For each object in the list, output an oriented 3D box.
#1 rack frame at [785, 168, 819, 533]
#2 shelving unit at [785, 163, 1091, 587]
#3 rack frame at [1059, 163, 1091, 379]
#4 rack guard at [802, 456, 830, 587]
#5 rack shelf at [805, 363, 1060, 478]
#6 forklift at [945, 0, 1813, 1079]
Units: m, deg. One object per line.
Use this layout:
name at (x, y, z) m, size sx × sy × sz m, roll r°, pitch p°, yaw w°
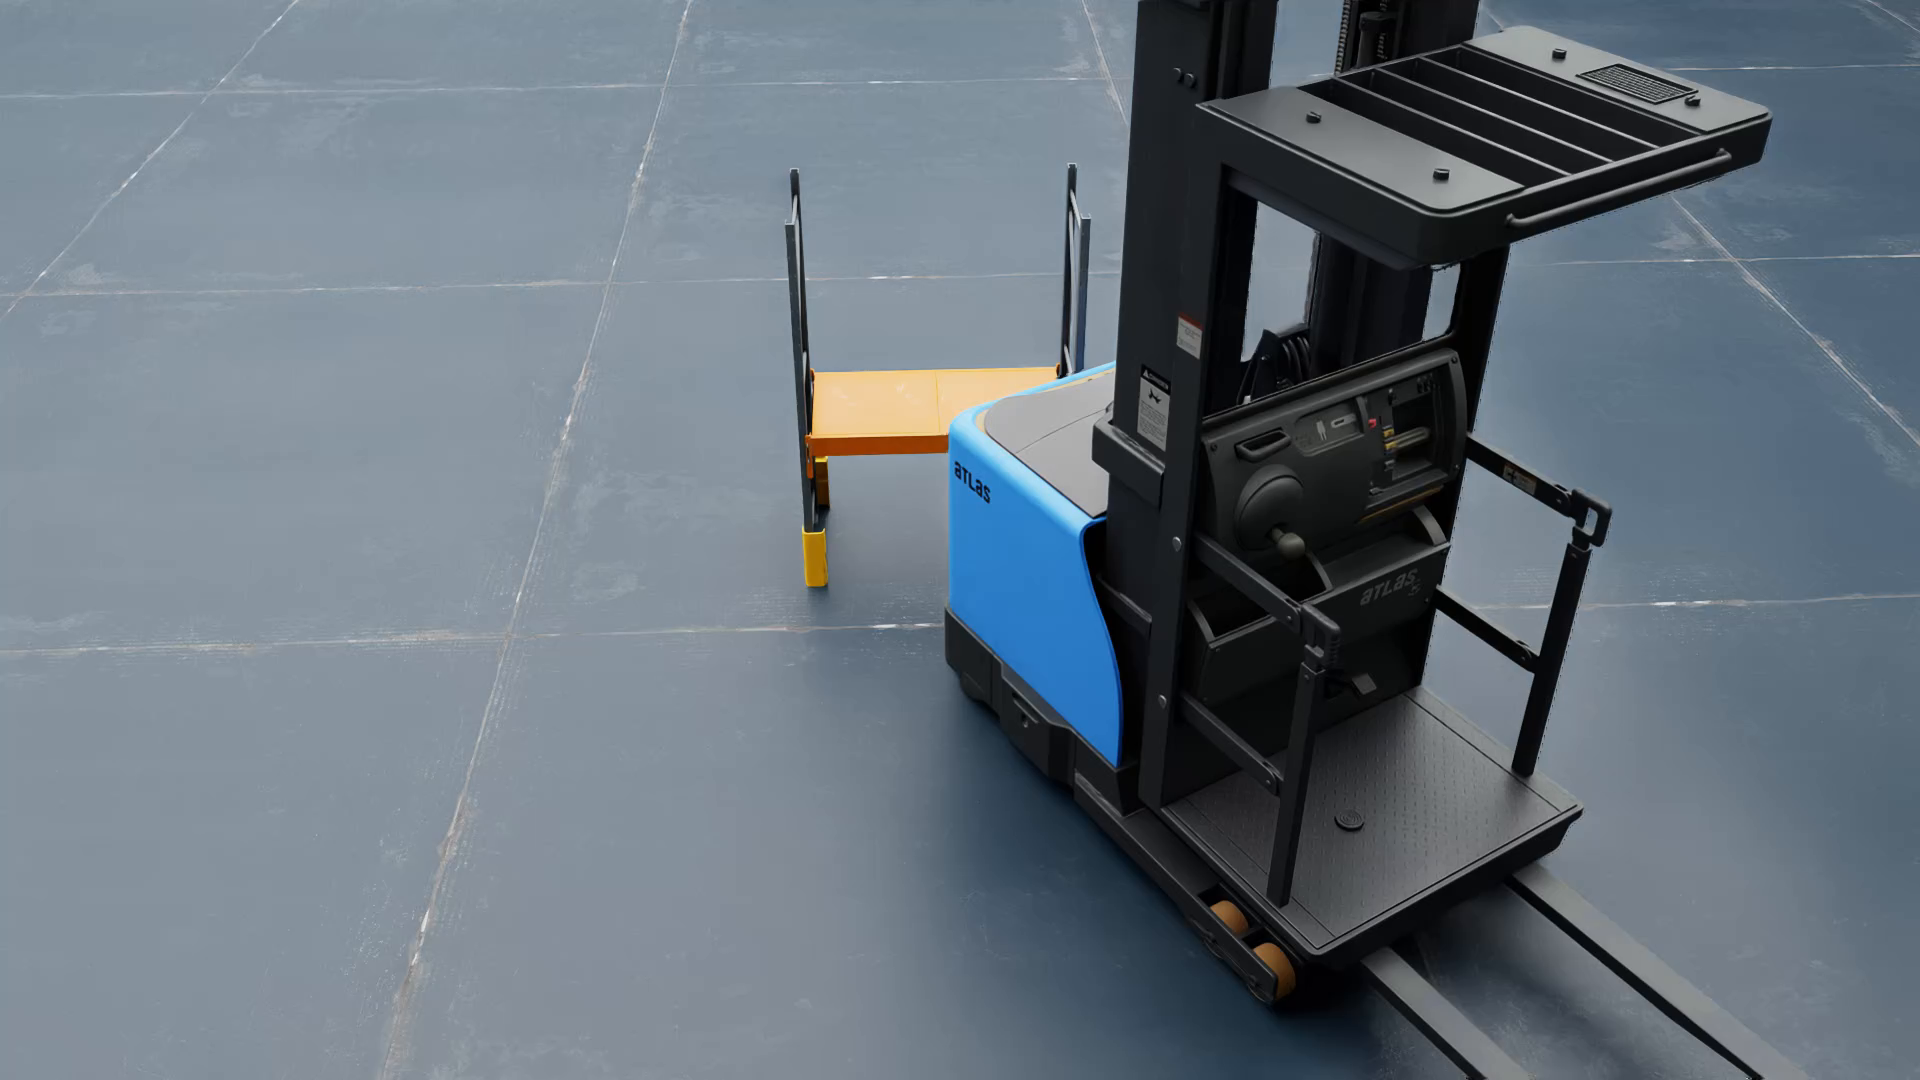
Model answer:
rack frame at (-0.593, -0.601, 6.300) m, size 0.032 × 1.500 × 0.500 m, roll -2°, pitch 35°, yaw -2°
shelving unit at (-0.076, -0.615, 6.320) m, size 1.083 × 1.500 × 0.587 m, roll -2°, pitch 35°, yaw -2°
rack frame at (0.423, -0.628, 6.340) m, size 0.032 × 1.500 × 0.500 m, roll -2°, pitch 35°, yaw -2°
rack guard at (-0.574, -0.087, 6.657) m, size 0.087 × 0.250 × 0.587 m, roll -2°, pitch 35°, yaw -2°
rack shelf at (-0.085, -0.467, 6.422) m, size 1.000 × 0.185 × 0.538 m, roll -2°, pitch 35°, yaw -2°
forklift at (1.162, -0.178, 4.431) m, size 1.130 × 2.935 × 3.031 m, roll -20°, pitch 39°, yaw -26°
